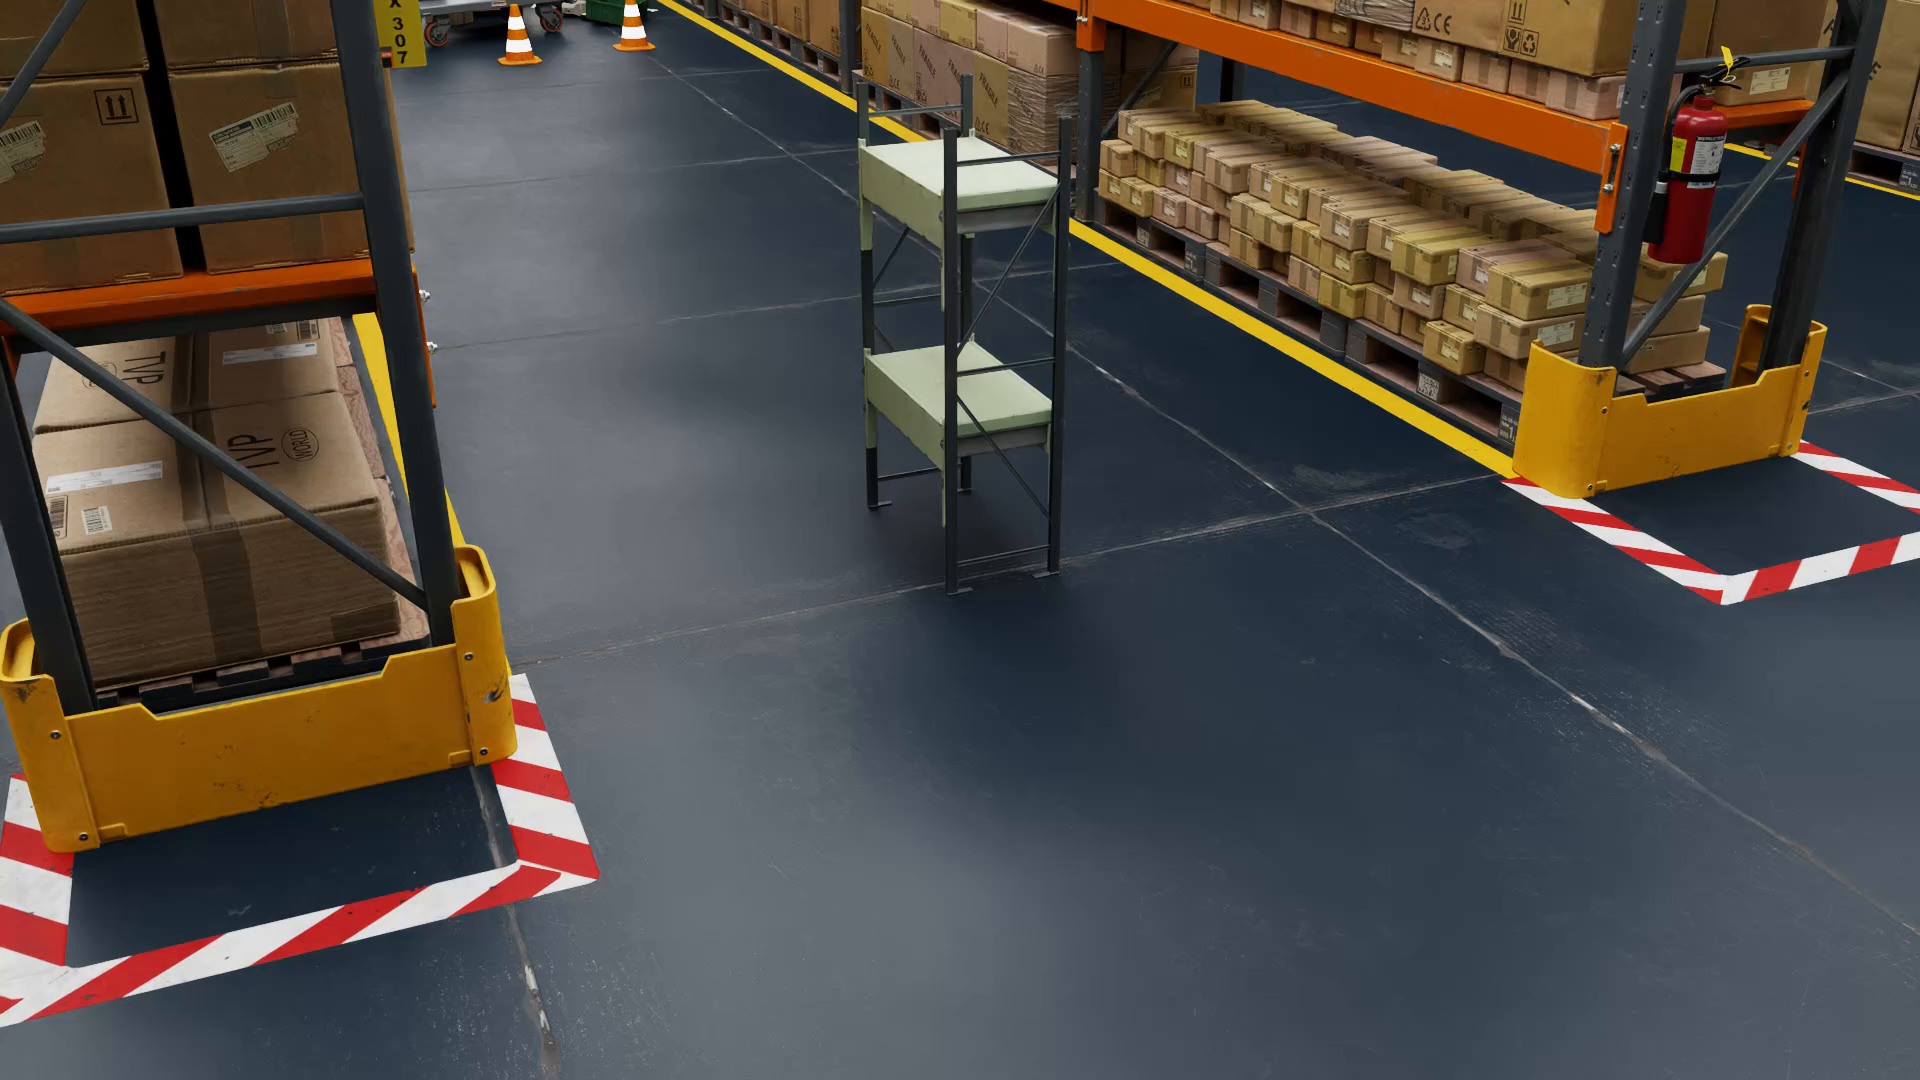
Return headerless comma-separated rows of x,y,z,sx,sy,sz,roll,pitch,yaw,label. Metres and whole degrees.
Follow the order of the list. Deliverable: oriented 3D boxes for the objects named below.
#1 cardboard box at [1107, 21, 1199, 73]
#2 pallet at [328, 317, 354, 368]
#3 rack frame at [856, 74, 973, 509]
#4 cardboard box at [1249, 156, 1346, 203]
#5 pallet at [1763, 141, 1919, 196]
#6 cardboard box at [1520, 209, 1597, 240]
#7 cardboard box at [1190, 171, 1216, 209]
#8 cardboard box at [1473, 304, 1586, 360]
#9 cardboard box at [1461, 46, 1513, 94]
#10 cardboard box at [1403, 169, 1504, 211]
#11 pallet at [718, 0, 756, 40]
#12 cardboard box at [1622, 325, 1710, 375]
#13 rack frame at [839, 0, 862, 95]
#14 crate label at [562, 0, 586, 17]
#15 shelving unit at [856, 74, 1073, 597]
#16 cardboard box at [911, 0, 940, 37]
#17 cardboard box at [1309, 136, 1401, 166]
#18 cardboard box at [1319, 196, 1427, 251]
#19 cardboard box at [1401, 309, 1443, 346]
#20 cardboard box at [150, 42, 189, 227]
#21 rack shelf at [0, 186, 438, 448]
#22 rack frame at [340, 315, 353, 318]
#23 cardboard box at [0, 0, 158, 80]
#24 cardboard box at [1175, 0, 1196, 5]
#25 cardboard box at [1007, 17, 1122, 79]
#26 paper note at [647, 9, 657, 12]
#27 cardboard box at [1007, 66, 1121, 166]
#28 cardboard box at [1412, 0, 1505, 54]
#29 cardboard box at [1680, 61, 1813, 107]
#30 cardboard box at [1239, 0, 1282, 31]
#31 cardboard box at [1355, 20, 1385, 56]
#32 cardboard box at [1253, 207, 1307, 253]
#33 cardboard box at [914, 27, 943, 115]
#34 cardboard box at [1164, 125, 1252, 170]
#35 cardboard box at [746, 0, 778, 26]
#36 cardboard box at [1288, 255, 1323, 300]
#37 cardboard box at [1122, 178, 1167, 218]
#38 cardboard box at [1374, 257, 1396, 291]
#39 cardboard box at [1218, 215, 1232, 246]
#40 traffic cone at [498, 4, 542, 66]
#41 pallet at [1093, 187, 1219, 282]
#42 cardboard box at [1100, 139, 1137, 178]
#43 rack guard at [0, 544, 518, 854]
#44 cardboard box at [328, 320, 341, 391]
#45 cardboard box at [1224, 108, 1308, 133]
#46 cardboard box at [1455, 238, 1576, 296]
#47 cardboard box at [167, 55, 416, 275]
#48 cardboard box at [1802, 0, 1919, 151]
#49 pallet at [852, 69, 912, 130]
1.090,-2.988,9.966,0.500,0.250,0.500,-12,28,-23,cardboard box
-3.153,-0.777,7.100,1.003,0.211,1.213,-11,28,-21,pallet
-0.146,-0.824,5.729,0.400,1.500,0.023,-11,28,-21,rack frame
1.609,-1.713,7.932,0.380,0.149,0.250,-12,28,-23,cardboard box
5.966,-2.479,10.588,1.003,0.211,1.213,-11,28,-21,pallet
2.611,-1.286,7.057,0.380,0.149,0.250,-11,28,-21,cardboard box
1.398,-1.793,8.435,0.380,0.149,0.250,-12,29,-23,cardboard box
2.234,-0.832,6.467,0.380,0.149,0.250,-11,28,-22,cardboard box
2.140,-1.802,6.309,0.380,0.149,0.250,-11,28,-21,cardboard box
2.277,-1.599,7.700,0.380,0.149,0.250,-10,28,-20,cardboard box
-1.625,-4.919,15.585,1.003,0.211,1.213,-11,28,-21,pallet
2.793,-0.801,6.742,0.380,0.149,0.250,-10,28,-20,cardboard box
-0.430,-4.856,12.278,1.000,3.000,0.127,-11,28,-21,rack frame
-3.732,-5.179,16.202,0.250,0.136,0.298,13,29,24,crate label
-0.003,-0.677,5.426,0.431,1.500,0.755,-11,28,-21,shelving unit
-0.002,-3.532,11.081,0.500,0.250,0.500,-10,28,-20,cardboard box
1.977,-1.910,8.336,0.380,0.149,0.250,-12,28,-23,cardboard box
1.799,-1.380,7.251,0.380,0.149,0.250,-10,28,-19,cardboard box
2.087,-0.919,6.984,0.380,0.149,0.250,-11,28,-21,cardboard box
-2.427,-1.135,4.541,0.500,0.500,0.500,-11,28,-22,cardboard box
-2.595,-1.219,5.649,1.077,0.370,4.000,-11,28,-21,rack shelf
-3.378,-2.350,7.145,1.000,3.000,0.127,-11,28,-21,rack frame
-2.220,-1.383,3.911,0.500,0.500,0.500,-10,28,-19,cardboard box
1.269,-2.768,8.286,0.380,0.149,0.250,-12,28,-23,cardboard box
0.612,-2.901,9.789,0.500,0.250,0.500,-11,28,-22,cardboard box
-3.093,-5.253,16.473,0.142,0.020,0.147,13,29,24,paper note
0.615,-2.562,9.950,0.500,0.500,0.500,-11,28,-22,cardboard box
2.093,-2.151,6.284,0.500,0.500,0.500,-11,28,-21,cardboard box
2.878,-1.701,6.101,0.380,0.149,0.250,-11,28,-21,cardboard box
1.507,-2.435,7.604,0.380,0.149,0.250,-9,28,-18,cardboard box
1.892,-2.132,6.984,0.380,0.149,0.250,-12,28,-23,cardboard box
1.597,-1.461,7.756,0.380,0.149,0.250,-10,28,-20,cardboard box
0.018,-3.184,11.222,0.500,0.500,0.500,-11,28,-22,cardboard box
1.279,-2.027,8.575,0.380,0.149,0.250,-11,28,-21,cardboard box
-1.296,-5.024,14.706,1.050,0.750,0.750,-11,28,-21,cardboard box
1.732,-1.222,7.605,0.380,0.149,0.250,-10,28,-20,cardboard box
1.088,-1.839,8.869,0.380,0.149,0.250,-10,28,-19,cardboard box
2.018,-1.168,7.154,0.380,0.149,0.250,-11,28,-21,cardboard box
1.516,-1.552,8.280,0.380,0.149,0.250,-12,28,-23,cardboard box
-3.704,-4.235,13.895,0.336,0.463,0.334,-11,28,-21,traffic cone
1.432,-1.723,9.039,1.003,0.211,1.213,-11,28,-21,pallet
0.984,-2.081,9.026,0.380,0.149,0.250,-9,28,-18,cardboard box
-1.803,0.398,4.366,1.175,0.500,0.348,-11,28,-21,rack guard
-2.880,-0.754,6.318,0.875,0.438,0.875,-11,28,-22,cardboard box
1.652,-2.221,8.973,0.380,0.149,0.250,-10,28,-20,cardboard box
2.217,-1.083,6.642,0.380,0.149,0.250,-10,28,-20,cardboard box
-1.736,-1.023,4.313,0.500,0.500,0.500,-11,28,-21,cardboard box
5.925,-3.007,10.432,0.875,0.875,0.875,-11,28,-21,cardboard box
-0.125,-3.288,12.243,1.003,0.211,1.213,-11,28,-21,pallet
